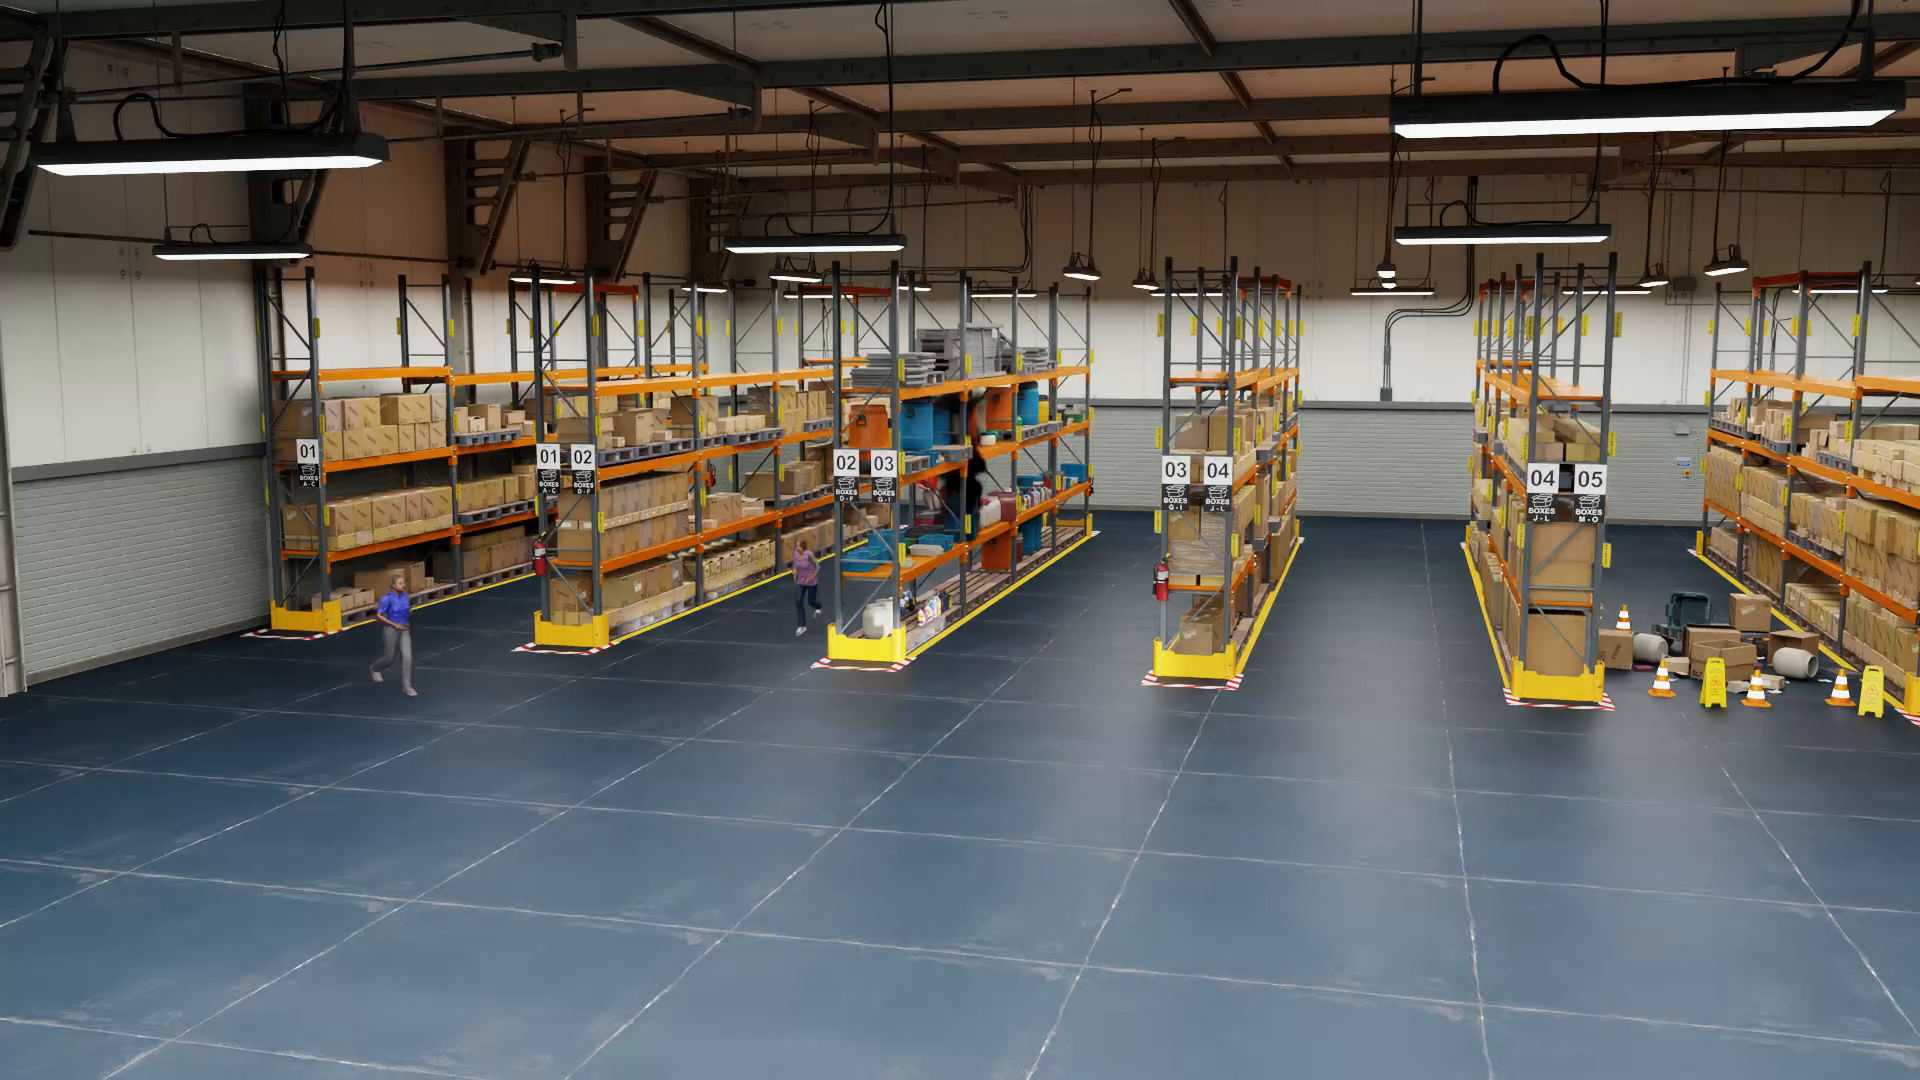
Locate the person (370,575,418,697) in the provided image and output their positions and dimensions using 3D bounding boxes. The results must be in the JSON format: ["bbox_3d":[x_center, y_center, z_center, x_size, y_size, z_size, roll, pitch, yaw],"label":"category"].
[{"bbox_3d":[-7.804,1.297,22.942,0.935,1.651,0.599,4,8,31],"label":"person"}]

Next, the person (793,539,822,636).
[{"bbox_3d":[-2.535,0.743,27.595,0.534,1.586,0.968,2,8,18],"label":"person"}]

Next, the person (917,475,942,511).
[{"bbox_3d":[-0.733,-1.106,41.670,0.700,1.727,0.647,-2,8,-18],"label":"person"}]
